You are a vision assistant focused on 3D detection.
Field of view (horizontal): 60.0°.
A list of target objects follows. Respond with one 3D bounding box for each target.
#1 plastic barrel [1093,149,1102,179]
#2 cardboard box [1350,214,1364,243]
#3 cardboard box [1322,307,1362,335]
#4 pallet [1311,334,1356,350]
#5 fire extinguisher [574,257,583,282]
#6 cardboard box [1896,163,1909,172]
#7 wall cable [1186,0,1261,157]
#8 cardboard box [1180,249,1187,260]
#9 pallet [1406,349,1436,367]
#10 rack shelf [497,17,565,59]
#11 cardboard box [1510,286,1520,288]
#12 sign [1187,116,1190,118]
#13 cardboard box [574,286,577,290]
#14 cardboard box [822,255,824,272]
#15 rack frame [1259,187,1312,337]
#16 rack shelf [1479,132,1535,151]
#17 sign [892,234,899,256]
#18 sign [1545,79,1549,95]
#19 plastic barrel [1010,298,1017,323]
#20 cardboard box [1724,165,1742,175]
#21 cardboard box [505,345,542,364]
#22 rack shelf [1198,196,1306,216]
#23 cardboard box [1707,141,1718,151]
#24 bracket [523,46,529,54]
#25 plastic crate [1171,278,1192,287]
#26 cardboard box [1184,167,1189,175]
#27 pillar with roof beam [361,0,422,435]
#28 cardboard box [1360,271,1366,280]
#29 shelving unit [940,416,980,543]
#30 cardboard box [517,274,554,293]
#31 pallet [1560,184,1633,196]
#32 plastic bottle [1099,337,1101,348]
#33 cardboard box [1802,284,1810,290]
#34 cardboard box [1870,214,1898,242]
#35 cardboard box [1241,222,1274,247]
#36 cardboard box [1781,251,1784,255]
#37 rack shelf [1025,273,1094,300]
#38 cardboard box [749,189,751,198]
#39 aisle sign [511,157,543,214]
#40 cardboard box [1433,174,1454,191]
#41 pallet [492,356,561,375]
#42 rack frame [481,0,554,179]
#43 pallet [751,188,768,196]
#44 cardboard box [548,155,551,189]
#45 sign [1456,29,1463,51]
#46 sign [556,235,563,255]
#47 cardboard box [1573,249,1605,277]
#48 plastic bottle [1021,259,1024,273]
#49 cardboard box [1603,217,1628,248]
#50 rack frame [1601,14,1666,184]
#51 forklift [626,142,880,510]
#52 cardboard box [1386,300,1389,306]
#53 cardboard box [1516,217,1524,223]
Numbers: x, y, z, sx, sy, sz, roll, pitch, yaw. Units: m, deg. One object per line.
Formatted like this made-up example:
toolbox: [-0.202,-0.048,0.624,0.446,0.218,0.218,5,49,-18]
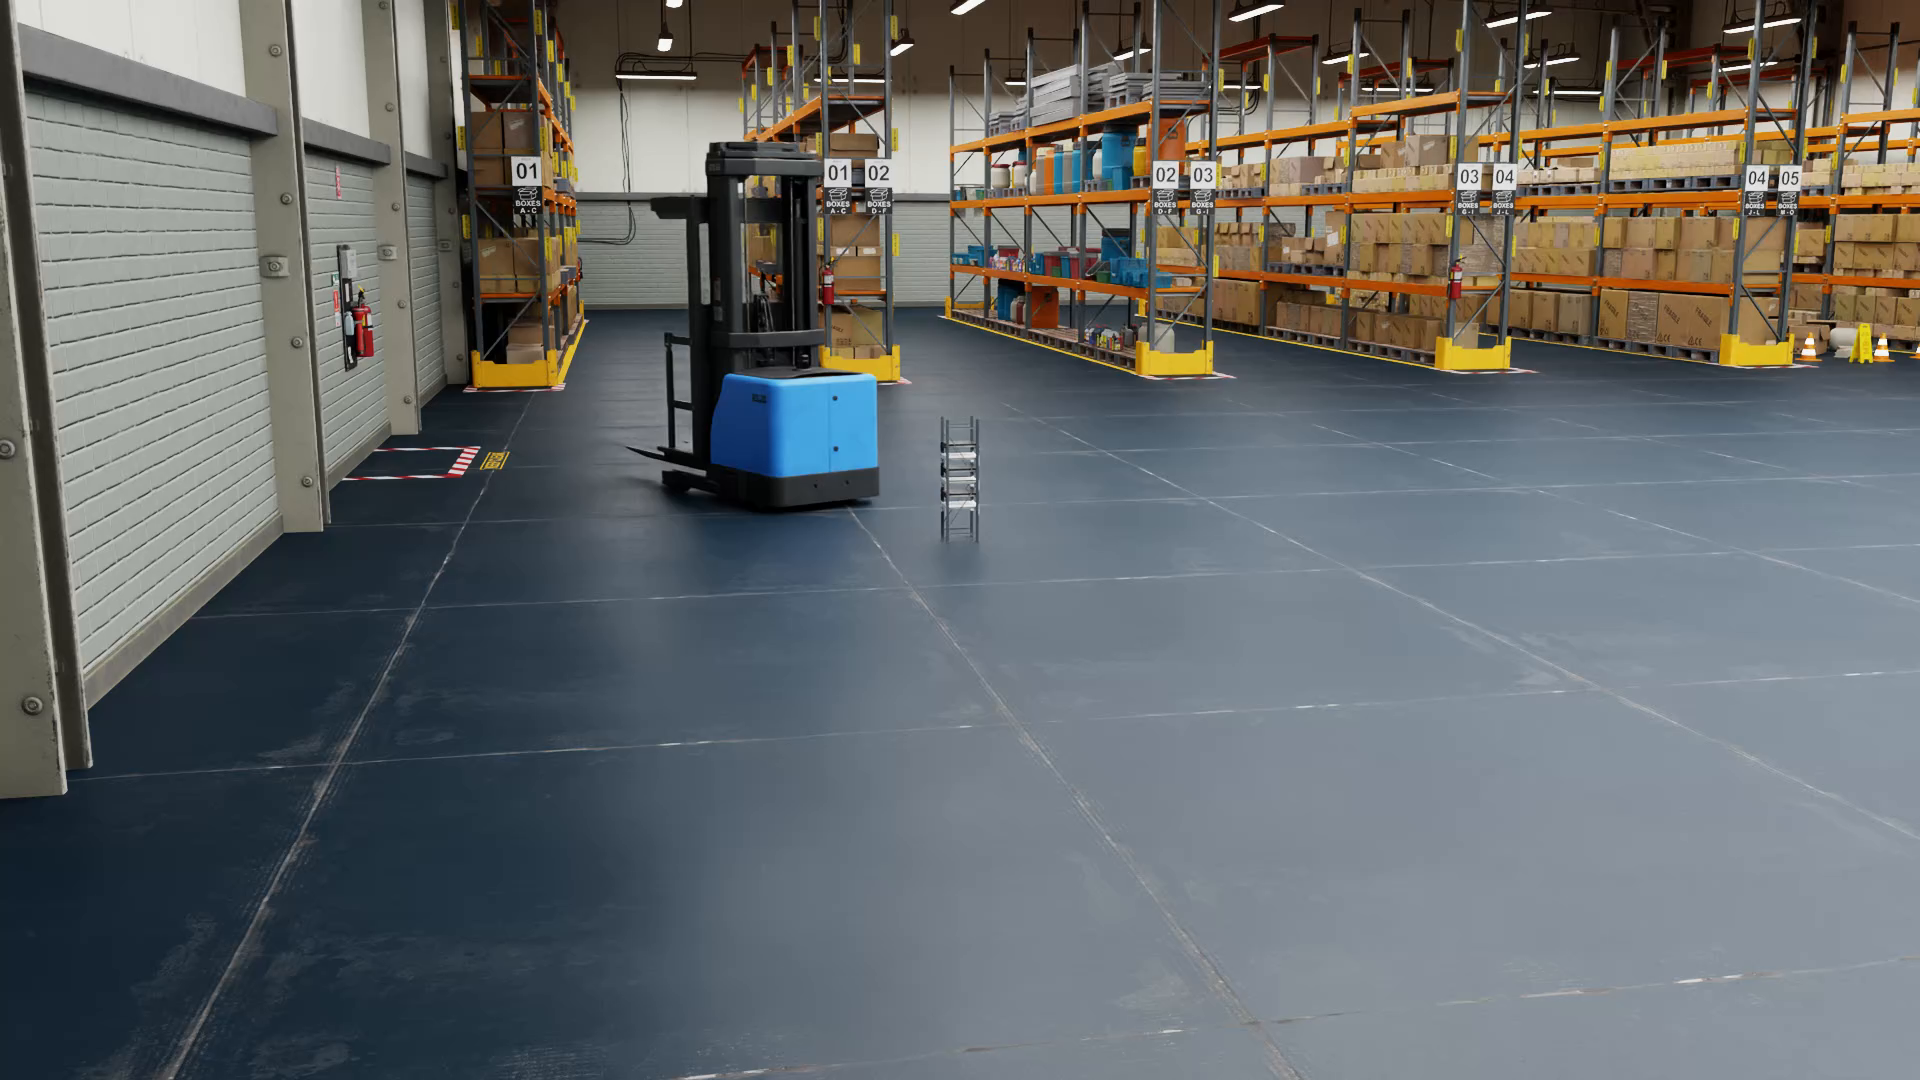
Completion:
plastic barrel: [2.480,-6.416,28.439,0.421,0.512,0.421,0,11,0]
cardboard box: [7.286,-5.542,29.555,0.500,0.500,0.500,-2,11,-11]
cardboard box: [7.275,-4.137,31.420,0.700,0.500,0.500,-2,11,-11]
pallet: [7.295,-3.720,31.179,1.003,0.211,1.213,-2,11,-11]
fire extinguisher: [-9.039,-6.431,39.168,0.296,0.674,0.183,-2,11,-11]
cardboard box: [17.217,-6.743,30.120,0.380,0.149,0.250,-2,11,-12]
wall cable: [7.395,-12.838,46.977,2.277,5.999,0.120,-2,11,-11]
cardboard box: [5.445,-6.654,38.737,0.500,0.250,0.500,-2,11,-9]
pallet: [8.088,-3.008,27.437,1.003,0.211,1.213,-2,11,-11]
rack shelf: [-8.296,-9.734,32.306,1.077,0.370,4.000,-2,11,-11]
cardboard box: [11.658,-5.325,35.708,0.500,0.250,0.500,-3,11,-14]
sign: [5.649,-10.610,41.166,0.100,0.325,0.005,-2,11,-11]
cardboard box: [-9.025,-5.763,38.282,0.380,0.149,0.250,-2,11,-12]
cardboard box: [-1.768,-4.177,25.852,0.700,0.500,0.500,-2,11,-11]
rack frame: [6.670,-5.681,34.023,1.000,3.000,0.127,-2,11,-11]
rack shelf: [11.166,-8.607,36.344,1.077,0.370,4.000,-2,11,-11]
sign: [-0.947,-4.338,24.437,0.100,0.325,0.005,-2,11,-11]
sign: [12.098,-9.348,34.319,0.100,0.325,0.005,-2,11,-11]
plastic barrel: [1.282,-4.882,35.353,0.421,0.512,0.421,0,11,0]
cardboard box: [12.713,-6.030,27.114,0.380,0.149,0.250,-2,11,-11]
cardboard box: [-6.397,-2.699,24.369,0.500,0.311,0.500,-3,11,-17]
rack shelf: [6.281,-7.168,35.737,1.077,0.370,4.000,-2,11,-11]
cardboard box: [12.615,-6.515,27.531,0.380,0.149,0.250,-2,11,-10]
bracket: [-9.903,-11.248,37.600,0.076,0.066,4.783,-2,11,-11]
plastic crate: [3.509,-4.080,26.316,0.298,0.136,0.250,-2,11,-11]
cardboard box: [5.580,-8.433,38.800,0.700,0.500,0.500,-2,11,-8]
pillar with roof beam: [-1.945,-5.774,18.464,9.100,9.000,0.400,-2,11,-11]
cardboard box: [7.306,-4.683,29.448,0.380,0.149,0.250,-2,11,-11]
shelving unit: [-0.002,-0.444,12.120,0.258,0.900,0.210,-2,11,-11]
cardboard box: [-6.134,-3.711,24.018,0.500,0.250,0.500,-2,11,-13]
pallet: [12.106,-6.655,31.630,0.805,0.209,1.217,-3,11,-13]
plastic bottle: [2.408,-3.358,28.126,0.097,0.201,0.097,0,11,0]
cardboard box: [20.480,-6.083,39.962,0.380,0.149,0.250,-3,11,-14]
cardboard box: [17.190,-5.718,30.480,0.700,0.500,0.500,-2,11,-12]
cardboard box: [6.419,-6.477,35.256,0.797,0.503,0.637,-2,11,-10]
cardboard box: [16.661,-5.972,33.362,0.500,0.500,0.500,-2,11,-9]
rack shelf: [2.200,-4.781,31.216,1.077,0.370,4.000,-2,11,-11]
cardboard box: [-4.570,-7.901,38.066,0.500,0.250,0.500,-2,11,-11]
aisle sign: [-6.042,-4.948,23.219,0.394,0.787,0.004,-2,11,-11]
cardboard box: [7.883,-5.693,26.463,0.500,0.250,0.500,-2,11,-10]
pallet: [-6.723,-2.691,25.771,1.003,0.211,1.213,-2,11,-11]
rack frame: [-7.129,-7.354,26.768,1.000,3.000,0.127,-2,11,-11]
pallet: [-3.768,-7.314,35.083,1.213,0.211,1.003,-2,11,-11]
cardboard box: [-6.557,-5.663,25.581,0.500,0.500,0.500,-3,11,-13]
sign: [7.677,-7.681,25.564,0.100,0.325,0.005,-2,11,-11]
sign: [-6.598,-4.854,27.359,0.100,0.325,0.005,-2,11,-11]
cardboard box: [11.969,-5.244,31.461,0.500,0.500,0.500,-2,11,-11]
plastic bottle: [1.269,-5.545,33.618,0.061,0.283,0.133,-2,11,-11]
cardboard box: [12.371,-5.645,30.541,0.875,0.550,0.550,-2,11,-11]
rack frame: [12.333,-8.056,30.458,1.000,3.000,0.127,-2,11,-11]
forklift: [-1.952,-1.905,14.368,1.130,2.935,3.031,-8,13,-36]
cardboard box: [10.339,-5.624,39.428,0.380,0.149,0.250,-3,11,-14]
cardboard box: [14.632,-8.293,43.066,0.380,0.149,0.250,-2,11,-10]
